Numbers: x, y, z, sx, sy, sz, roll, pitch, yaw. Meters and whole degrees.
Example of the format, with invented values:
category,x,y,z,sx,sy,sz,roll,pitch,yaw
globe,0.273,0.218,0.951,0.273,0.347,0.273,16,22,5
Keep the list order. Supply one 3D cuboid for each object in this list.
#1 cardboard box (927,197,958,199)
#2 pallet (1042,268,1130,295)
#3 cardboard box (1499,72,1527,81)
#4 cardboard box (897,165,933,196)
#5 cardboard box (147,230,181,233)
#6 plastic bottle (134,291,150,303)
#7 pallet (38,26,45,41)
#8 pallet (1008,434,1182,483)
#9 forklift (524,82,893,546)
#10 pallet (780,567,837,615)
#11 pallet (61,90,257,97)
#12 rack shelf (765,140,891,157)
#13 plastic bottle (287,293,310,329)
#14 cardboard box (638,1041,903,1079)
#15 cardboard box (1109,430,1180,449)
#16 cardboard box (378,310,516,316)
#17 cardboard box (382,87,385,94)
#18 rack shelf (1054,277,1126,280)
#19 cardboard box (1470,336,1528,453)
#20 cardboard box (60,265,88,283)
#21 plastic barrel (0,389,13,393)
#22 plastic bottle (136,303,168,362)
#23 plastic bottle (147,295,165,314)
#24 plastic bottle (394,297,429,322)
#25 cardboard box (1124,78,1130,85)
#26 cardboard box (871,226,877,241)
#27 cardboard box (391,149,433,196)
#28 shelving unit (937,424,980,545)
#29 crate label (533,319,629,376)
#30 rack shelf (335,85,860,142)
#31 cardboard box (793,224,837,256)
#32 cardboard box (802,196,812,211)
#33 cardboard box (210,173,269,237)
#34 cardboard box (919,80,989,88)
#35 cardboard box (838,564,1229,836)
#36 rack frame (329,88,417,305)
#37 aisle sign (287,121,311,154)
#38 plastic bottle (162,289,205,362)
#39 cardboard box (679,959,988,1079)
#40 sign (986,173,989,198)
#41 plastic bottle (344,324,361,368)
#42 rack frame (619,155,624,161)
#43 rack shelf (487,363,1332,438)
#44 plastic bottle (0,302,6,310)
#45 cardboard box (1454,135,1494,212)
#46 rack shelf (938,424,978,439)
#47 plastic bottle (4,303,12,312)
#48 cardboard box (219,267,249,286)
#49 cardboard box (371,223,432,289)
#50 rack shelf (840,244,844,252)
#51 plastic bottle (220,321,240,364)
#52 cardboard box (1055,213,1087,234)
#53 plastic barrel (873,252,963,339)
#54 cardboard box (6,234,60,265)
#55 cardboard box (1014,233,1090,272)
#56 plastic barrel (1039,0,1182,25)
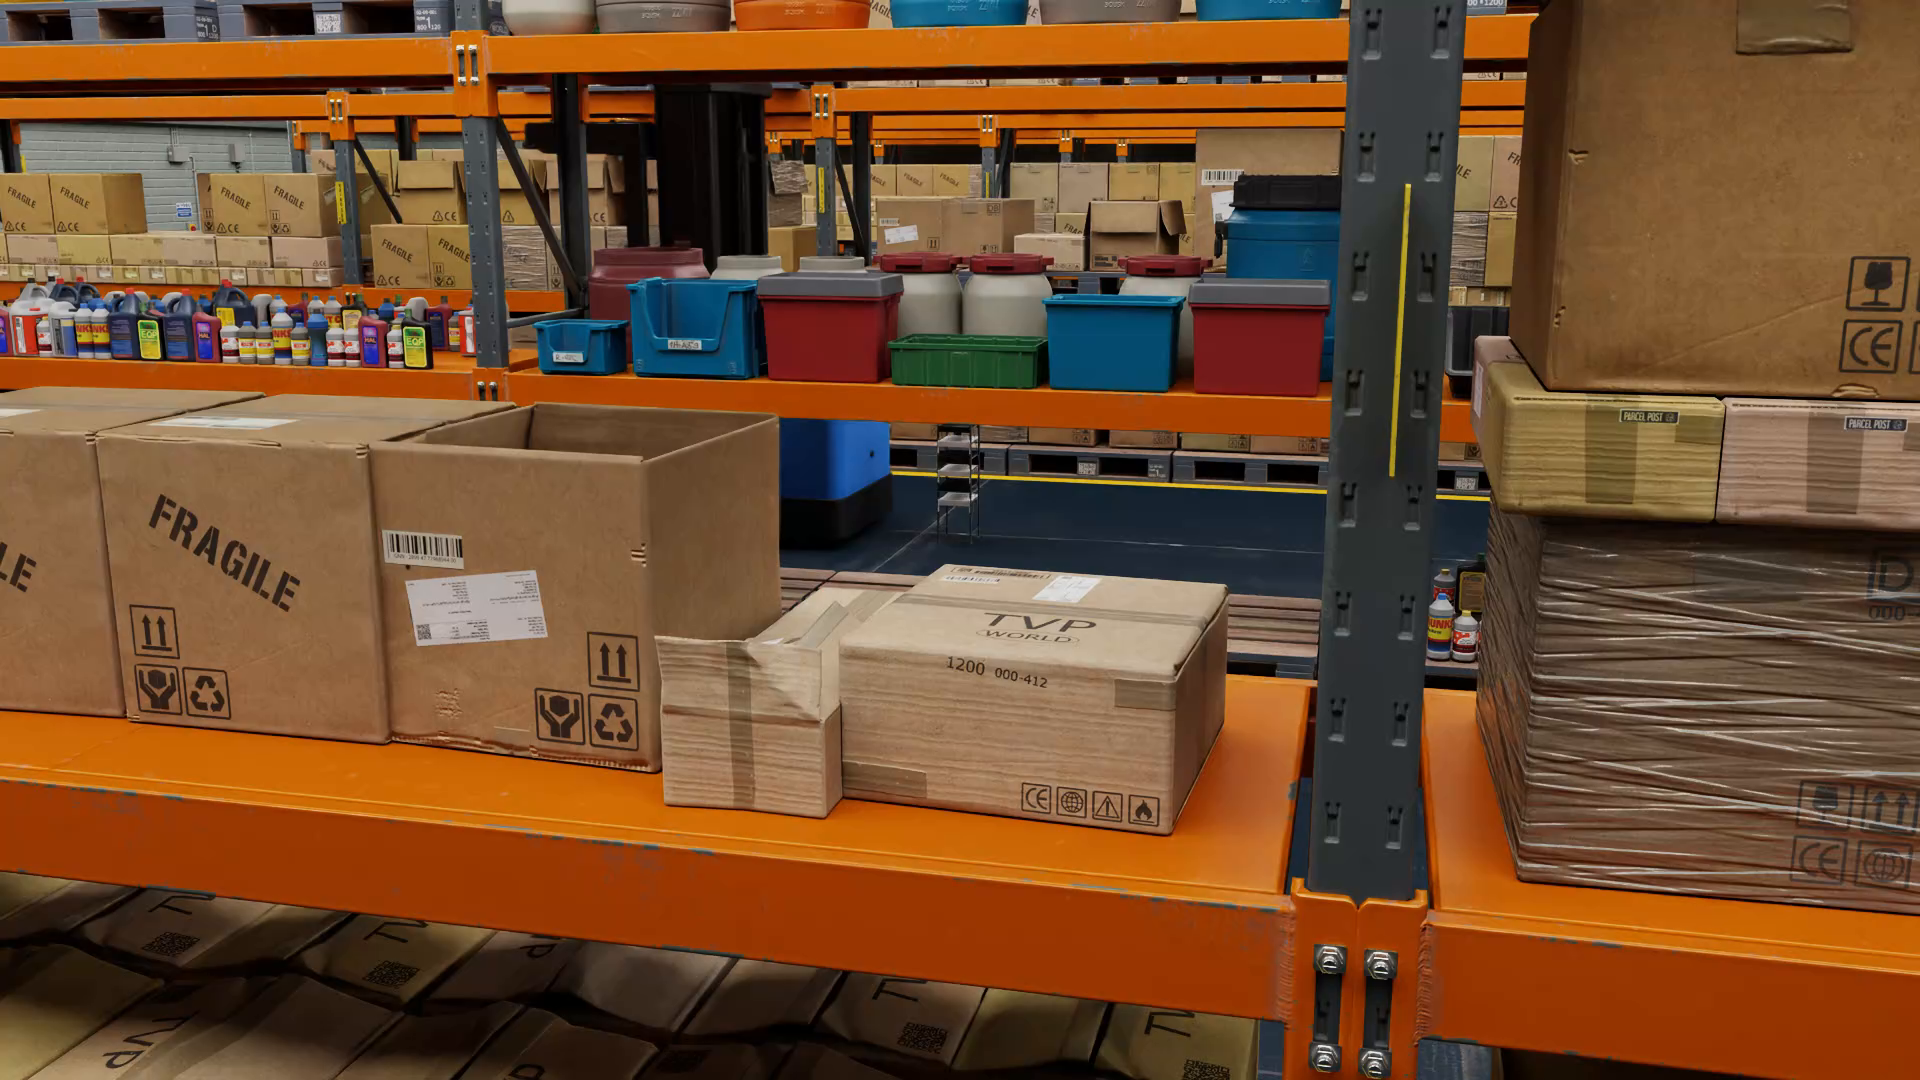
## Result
category,x,y,z,sx,sy,sz,roll,pitch,yaw
cardboard box,-0.184,-3.457,17.127,0.250,0.149,0.380,3,13,11
pallet,1.047,-1.930,12.449,1.213,0.211,1.003,3,13,14
cardboard box,3.889,-3.197,11.141,0.500,0.250,0.500,3,13,13
cardboard box,-0.545,-4.790,22.359,0.500,0.500,0.500,3,13,13
cardboard box,-7.131,-2.582,14.608,0.500,0.250,0.500,3,13,12
plastic bottle,-4.520,-1.218,9.086,0.135,0.276,0.152,3,13,14
pallet,-5.171,-2.636,8.698,1.003,0.211,1.213,3,13,14
pallet,1.054,-0.651,12.683,1.213,0.211,1.003,3,13,14
forklift,-2.013,-1.555,10.476,3.031,2.935,1.130,4,13,16
pallet,-1.329,0.334,8.242,1.213,0.211,1.003,3,13,14
pallet,-6.741,-3.855,13.961,1.213,0.211,1.003,3,13,14
rack shelf,-3.150,-6.670,28.107,4.000,0.370,1.077,3,13,14
plastic bottle,-3.525,-1.179,8.891,0.133,0.283,0.061,3,13,14
cardboard box,-0.347,1.050,2.658,0.500,0.311,0.500,3,13,15
cardboard box,1.406,-0.998,12.564,0.500,0.500,0.700,2,13,9
cardboard box,-4.142,-1.464,13.842,0.875,0.875,1.225,3,13,14
cardboard box,-6.495,-5.101,18.568,0.500,0.250,0.500,3,13,13
rack shelf,2.343,-2.700,17.140,4.000,0.370,1.077,3,13,14
cardboard box,0.937,-0.223,2.586,0.250,0.149,0.380,3,13,13
cardboard box,-7.388,-2.269,14.116,0.250,0.149,0.380,3,13,12
plastic barrel,-5.431,-0.432,9.132,0.708,0.901,0.600,3,13,14
plastic bottle,-3.985,-1.026,8.202,0.133,0.283,0.061,3,13,14
plastic bottle,-4.307,-1.177,8.910,0.097,0.271,0.097,0,13,0
plastic bottle,-2.864,-1.130,8.687,0.135,0.276,0.152,3,13,14
cardboard box,1.538,-4.690,16.670,0.500,0.250,0.500,3,13,15
cardboard box,-0.919,-3.207,17.373,0.250,0.149,0.380,3,13,13
cardboard box,-6.002,-4.117,18.638,0.500,0.500,0.500,3,13,12
shelving unit,-0.008,-0.440,10.138,0.210,0.900,0.258,3,13,14
crate label,-1.752,-0.893,7.722,0.416,0.233,0.303,3,13,14
rack shelf,-2.827,-3.334,13.073,4.000,0.370,1.077,3,13,14
cardboard box,-1.292,-2.249,13.213,0.500,0.500,0.500,3,13,15
cardboard box,-1.692,-3.538,17.493,0.250,0.149,0.380,3,13,15
cardboard box,-5.764,-2.758,13.666,0.500,0.500,0.500,3,13,14
cardboard box,0.009,-3.404,12.072,0.500,0.250,0.500,3,13,15
cardboard box,0.133,0.230,2.618,0.500,0.250,0.500,4,13,17
rack frame,-4.768,-2.325,13.788,0.127,3.000,1.000,3,13,14
aisle sign,-7.508,-4.780,18.852,0.004,0.787,0.394,3,13,14
plastic bottle,-3.821,-1.059,8.197,0.185,0.351,0.144,3,13,14
cardboard box,-0.205,0.936,3.174,0.500,0.311,0.500,3,13,13
sign,0.281,-3.567,16.896,0.005,0.325,0.100,3,13,14
plastic bottle,-2.898,-0.932,7.968,0.097,0.201,0.097,0,13,0
rack frame,-3.482,-3.363,18.465,0.127,3.000,1.000,3,13,14
rack shelf,-0.130,-0.621,7.768,4.000,0.370,1.077,3,13,14
plastic bottle,-5.376,-1.234,9.328,0.097,0.201,0.097,0,13,0
cardboard box,3.375,-2.515,11.419,0.500,0.500,0.500,3,13,14
rack shelf,-0.008,-0.671,10.087,0.200,0.077,0.258,3,13,14
plastic bottle,-5.261,-1.214,9.239,0.097,0.201,0.097,0,13,0
cardboard box,-5.892,-2.189,13.756,0.250,0.149,0.380,3,13,15
cardboard box,-4.382,-2.297,13.432,0.500,0.500,0.500,3,13,14
rack shelf,-0.452,-3.954,22.791,4.000,0.370,1.077,3,13,14
plastic bottle,-3.560,-0.967,8.127,0.097,0.201,0.097,0,13,0
cardboard box,1.267,-3.098,17.042,0.500,0.500,0.500,3,13,13
plastic barrel,-0.197,-1.091,7.912,0.433,0.535,0.433,0,13,0
cardboard box,-7.744,-2.497,14.224,0.500,0.250,0.500,3,13,13
cardboard box,0.687,-2.114,12.213,0.500,0.250,0.500,3,13,12
plastic barrel,0.631,-2.592,6.909,0.600,0.901,0.600,0,13,0
